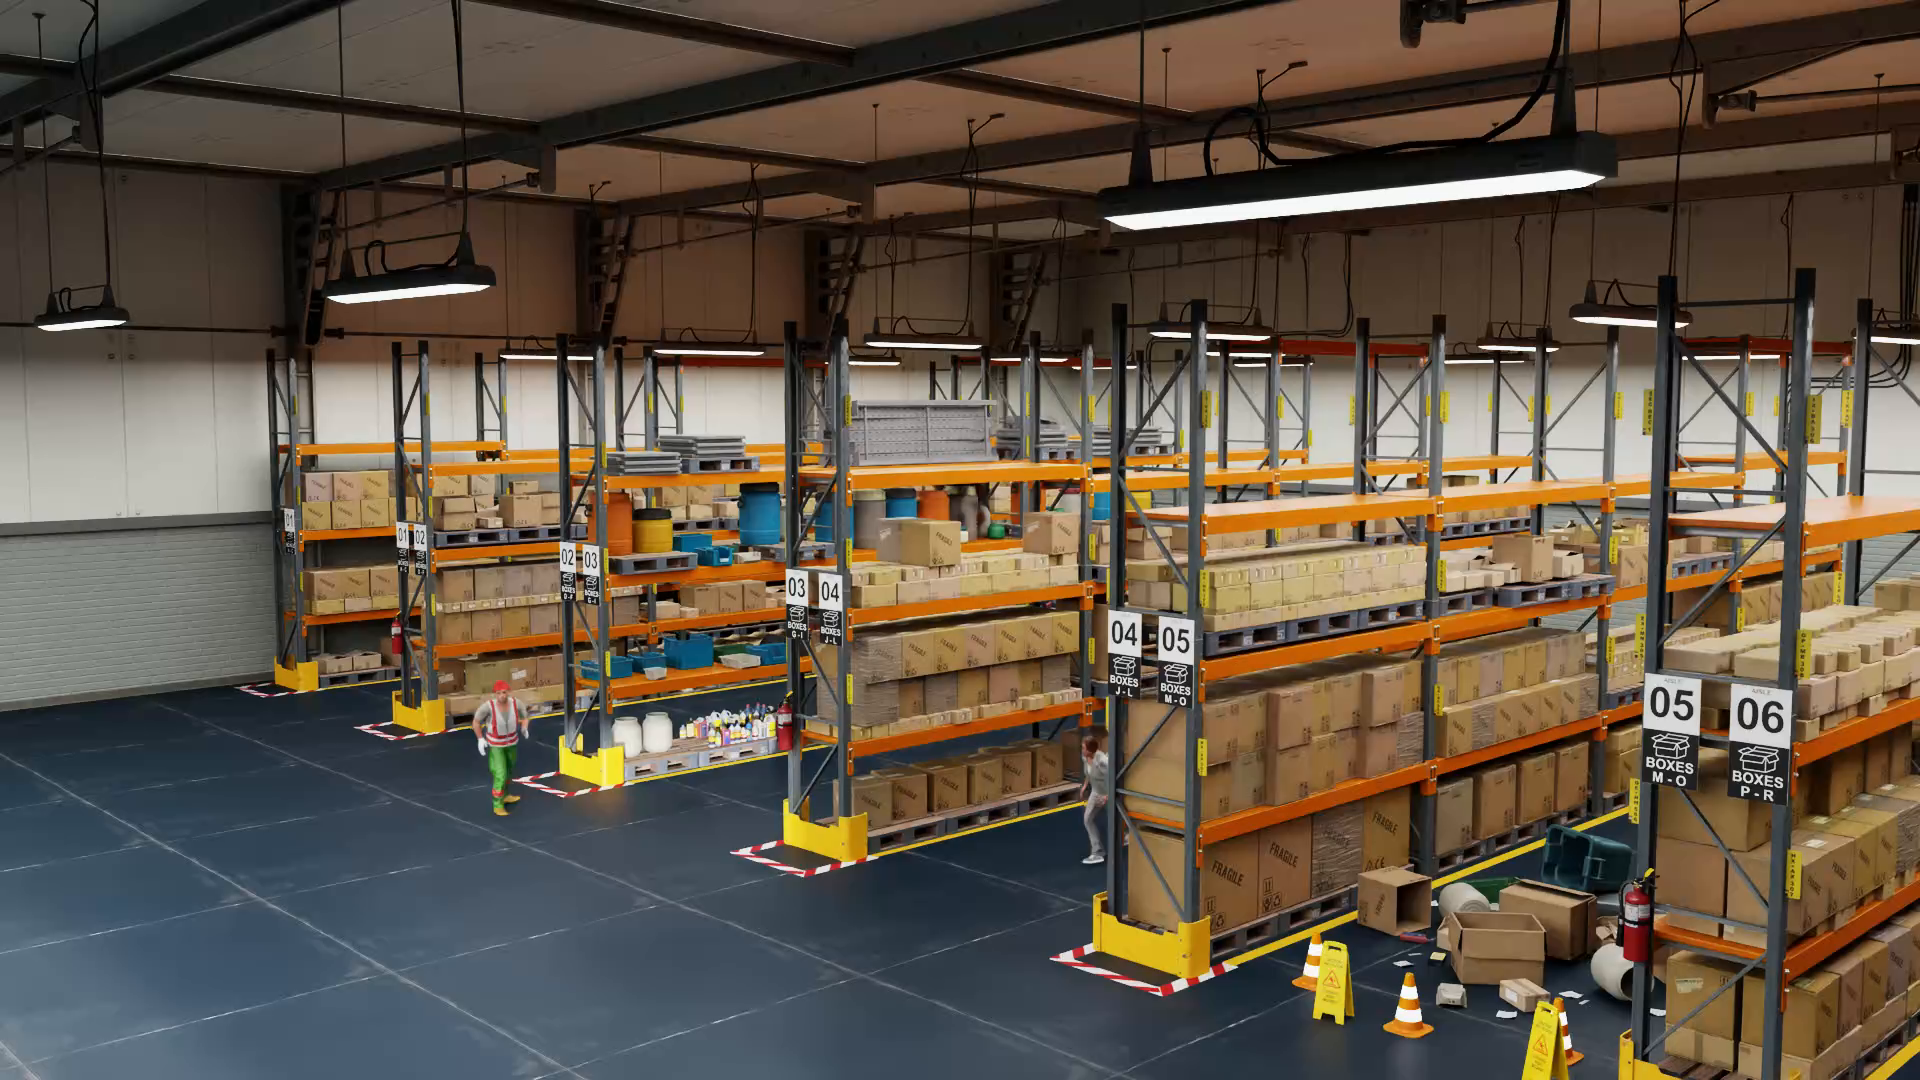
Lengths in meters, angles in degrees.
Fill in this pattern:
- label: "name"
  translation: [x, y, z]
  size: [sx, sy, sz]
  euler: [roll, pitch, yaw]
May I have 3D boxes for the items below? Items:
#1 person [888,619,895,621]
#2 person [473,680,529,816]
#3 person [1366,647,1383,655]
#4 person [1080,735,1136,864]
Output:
- label: "person"
  translation: [-1.166, 1.848, 27.841]
  size: [0.644, 1.758, 0.699]
  euler: [0, 5, -1]
- label: "person"
  translation: [-5.644, 2.543, 20.631]
  size: [0.906, 1.710, 0.699]
  euler: [5, 7, 45]
- label: "person"
  translation: [5.787, 2.287, 23.545]
  size: [0.557, 1.718, 0.685]
  euler: [4, 6, 39]
- label: "person"
  translation: [1.678, 2.840, 18.537]
  size: [0.976, 1.449, 0.520]
  euler: [-5, 7, -42]
